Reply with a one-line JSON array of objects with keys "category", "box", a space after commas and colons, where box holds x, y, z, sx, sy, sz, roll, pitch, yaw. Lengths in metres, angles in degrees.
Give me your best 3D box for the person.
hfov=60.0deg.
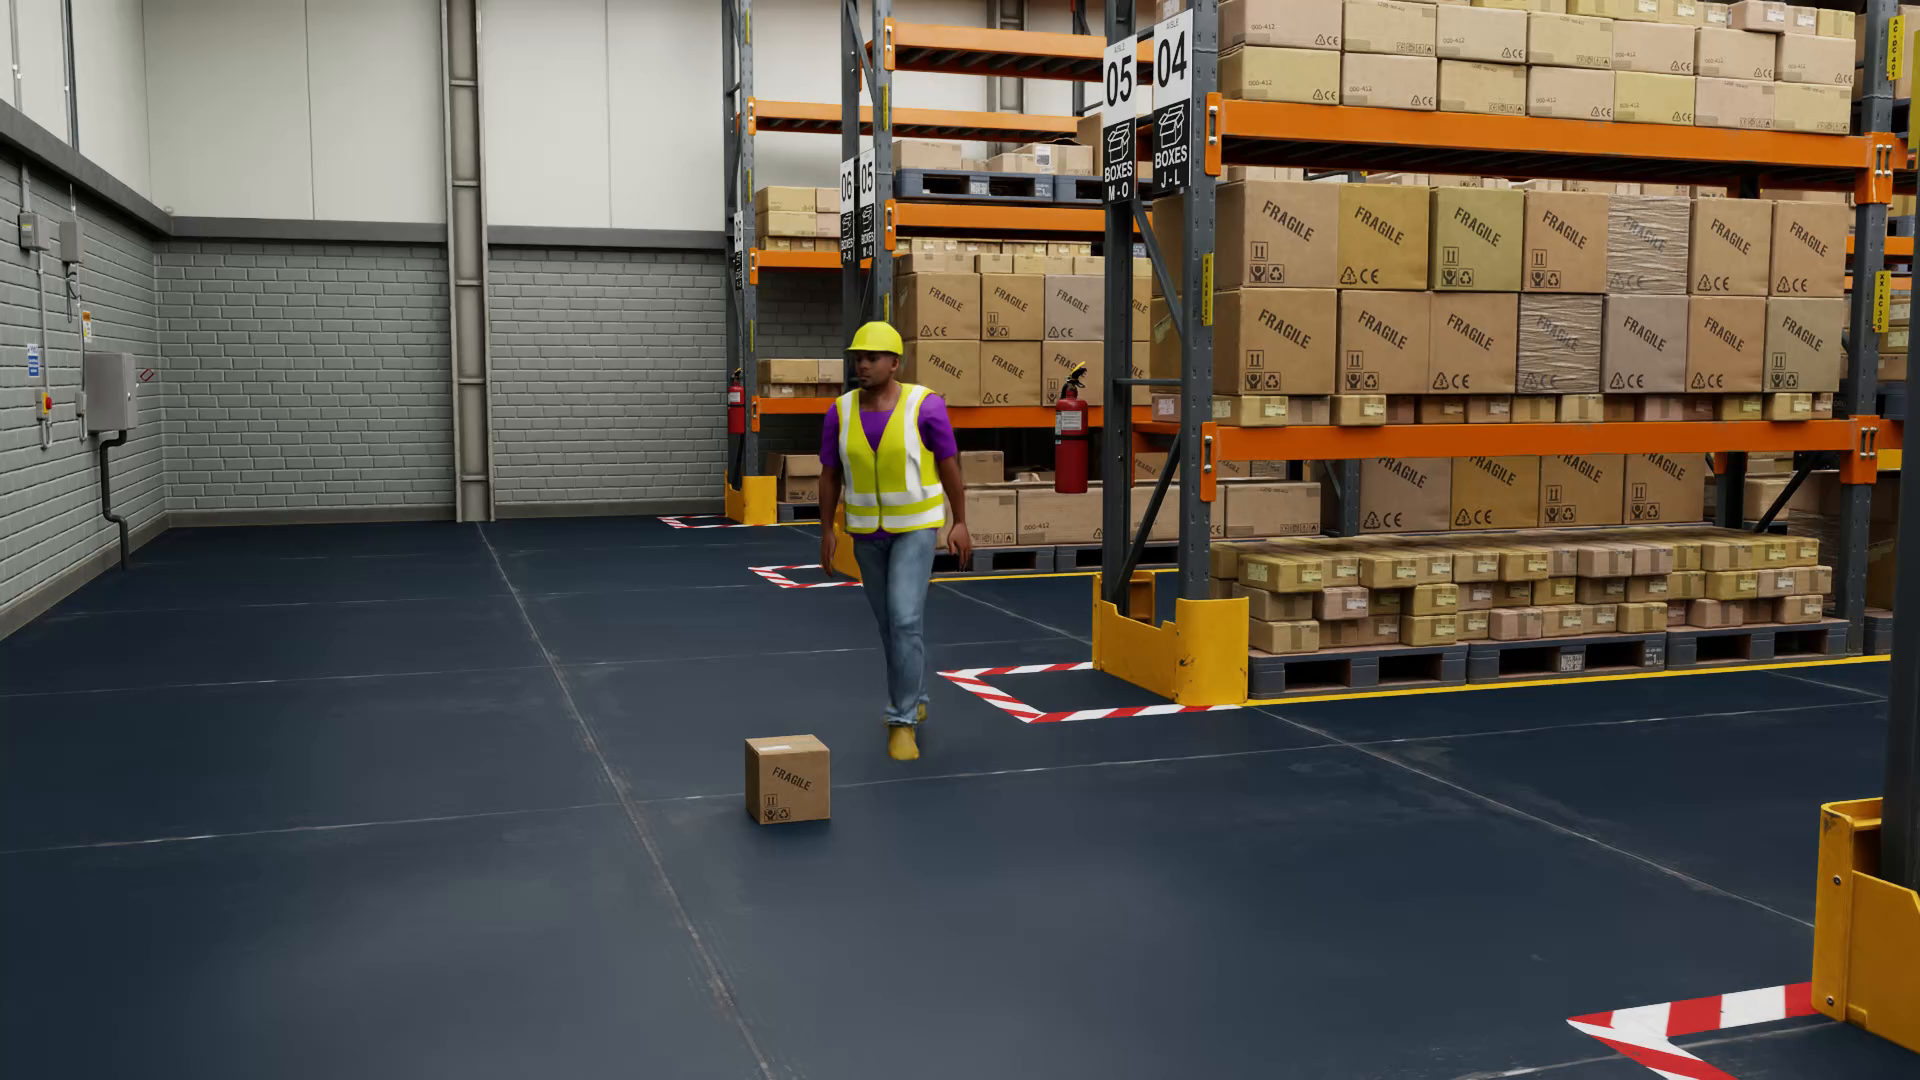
[{"category": "person", "box": [-0.291, -0.014, 6.974, 0.615, 1.784, 0.695, 2, 6, 22]}]
